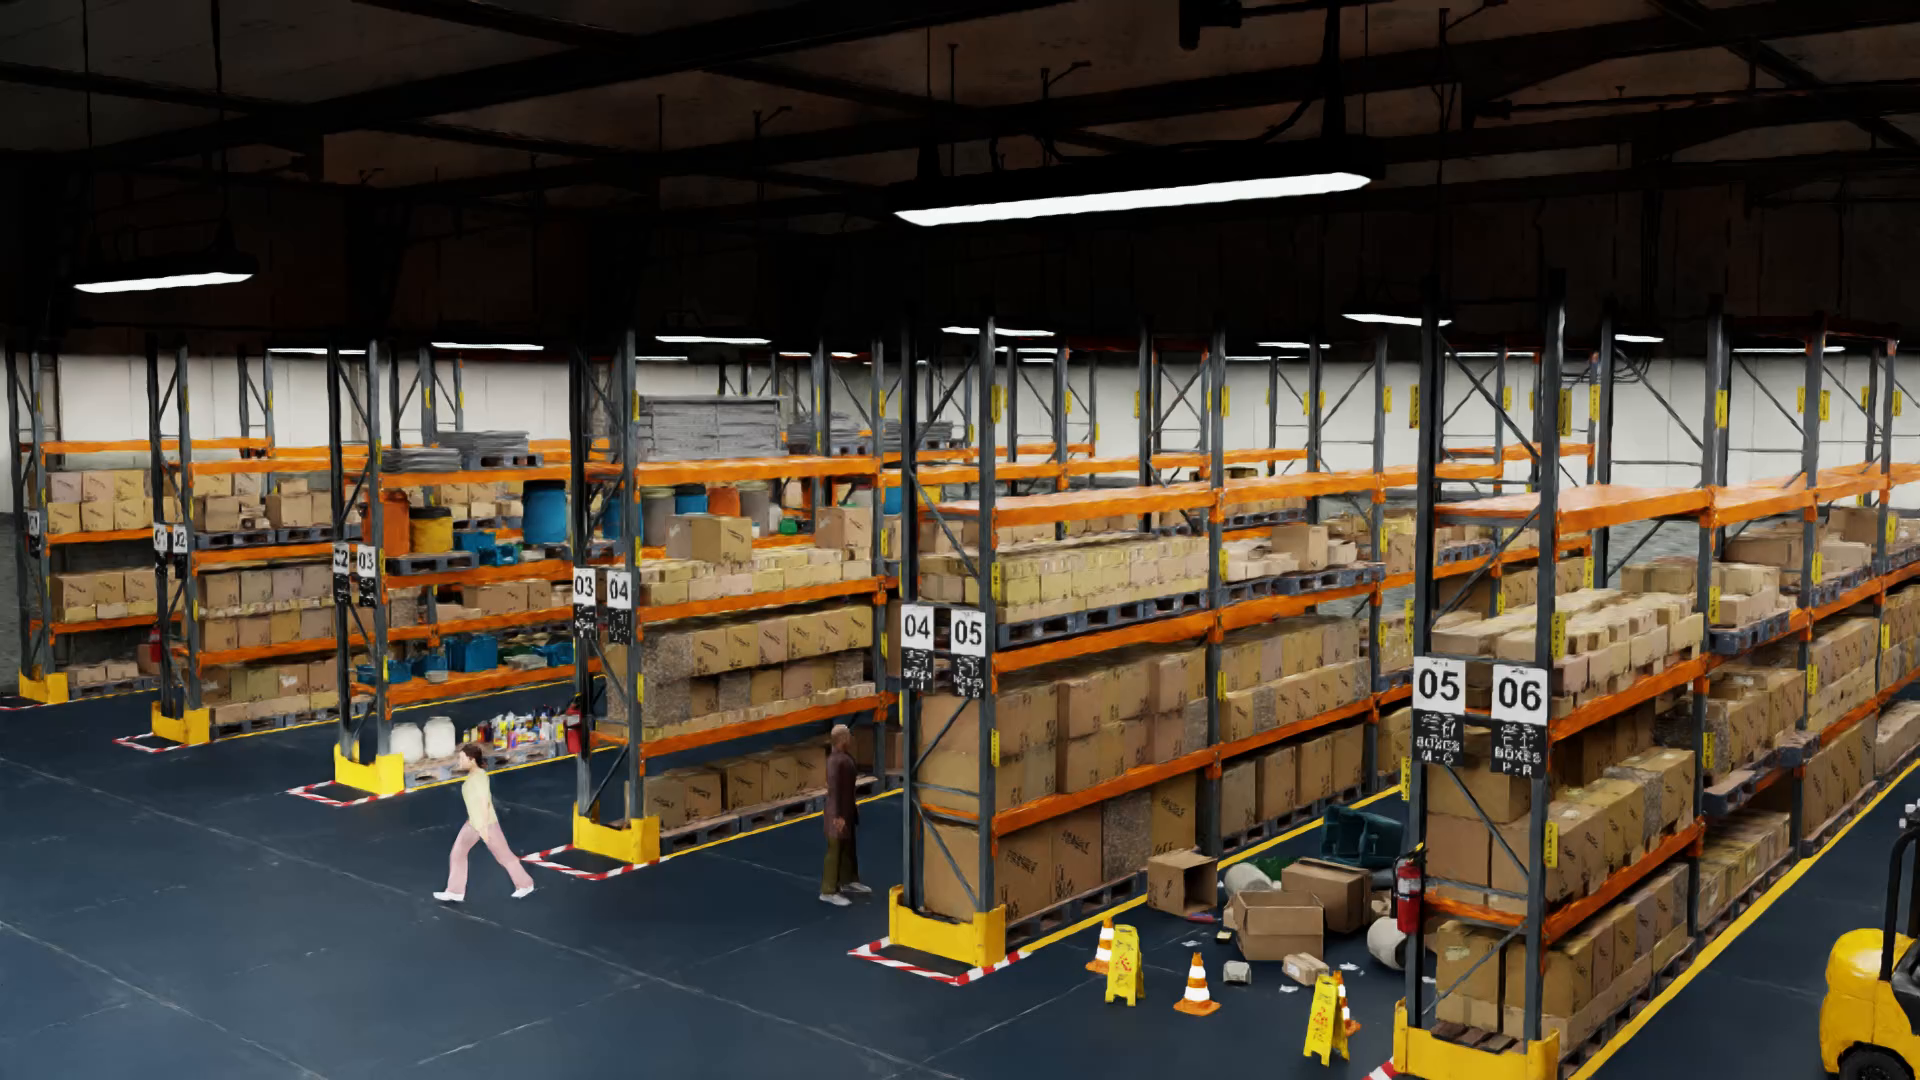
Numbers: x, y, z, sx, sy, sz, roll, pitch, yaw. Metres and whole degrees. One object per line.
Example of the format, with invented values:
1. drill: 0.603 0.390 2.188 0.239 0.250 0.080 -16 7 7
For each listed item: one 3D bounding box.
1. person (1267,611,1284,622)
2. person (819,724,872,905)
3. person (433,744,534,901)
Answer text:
1. person: 5.228 1.876 27.252 0.554 1.669 1.040 4 7 38
2. person: -1.157 2.750 16.830 0.504 1.784 0.640 1 5 8
3. person: -4.812 2.853 16.793 0.958 1.611 0.487 -3 6 -29
